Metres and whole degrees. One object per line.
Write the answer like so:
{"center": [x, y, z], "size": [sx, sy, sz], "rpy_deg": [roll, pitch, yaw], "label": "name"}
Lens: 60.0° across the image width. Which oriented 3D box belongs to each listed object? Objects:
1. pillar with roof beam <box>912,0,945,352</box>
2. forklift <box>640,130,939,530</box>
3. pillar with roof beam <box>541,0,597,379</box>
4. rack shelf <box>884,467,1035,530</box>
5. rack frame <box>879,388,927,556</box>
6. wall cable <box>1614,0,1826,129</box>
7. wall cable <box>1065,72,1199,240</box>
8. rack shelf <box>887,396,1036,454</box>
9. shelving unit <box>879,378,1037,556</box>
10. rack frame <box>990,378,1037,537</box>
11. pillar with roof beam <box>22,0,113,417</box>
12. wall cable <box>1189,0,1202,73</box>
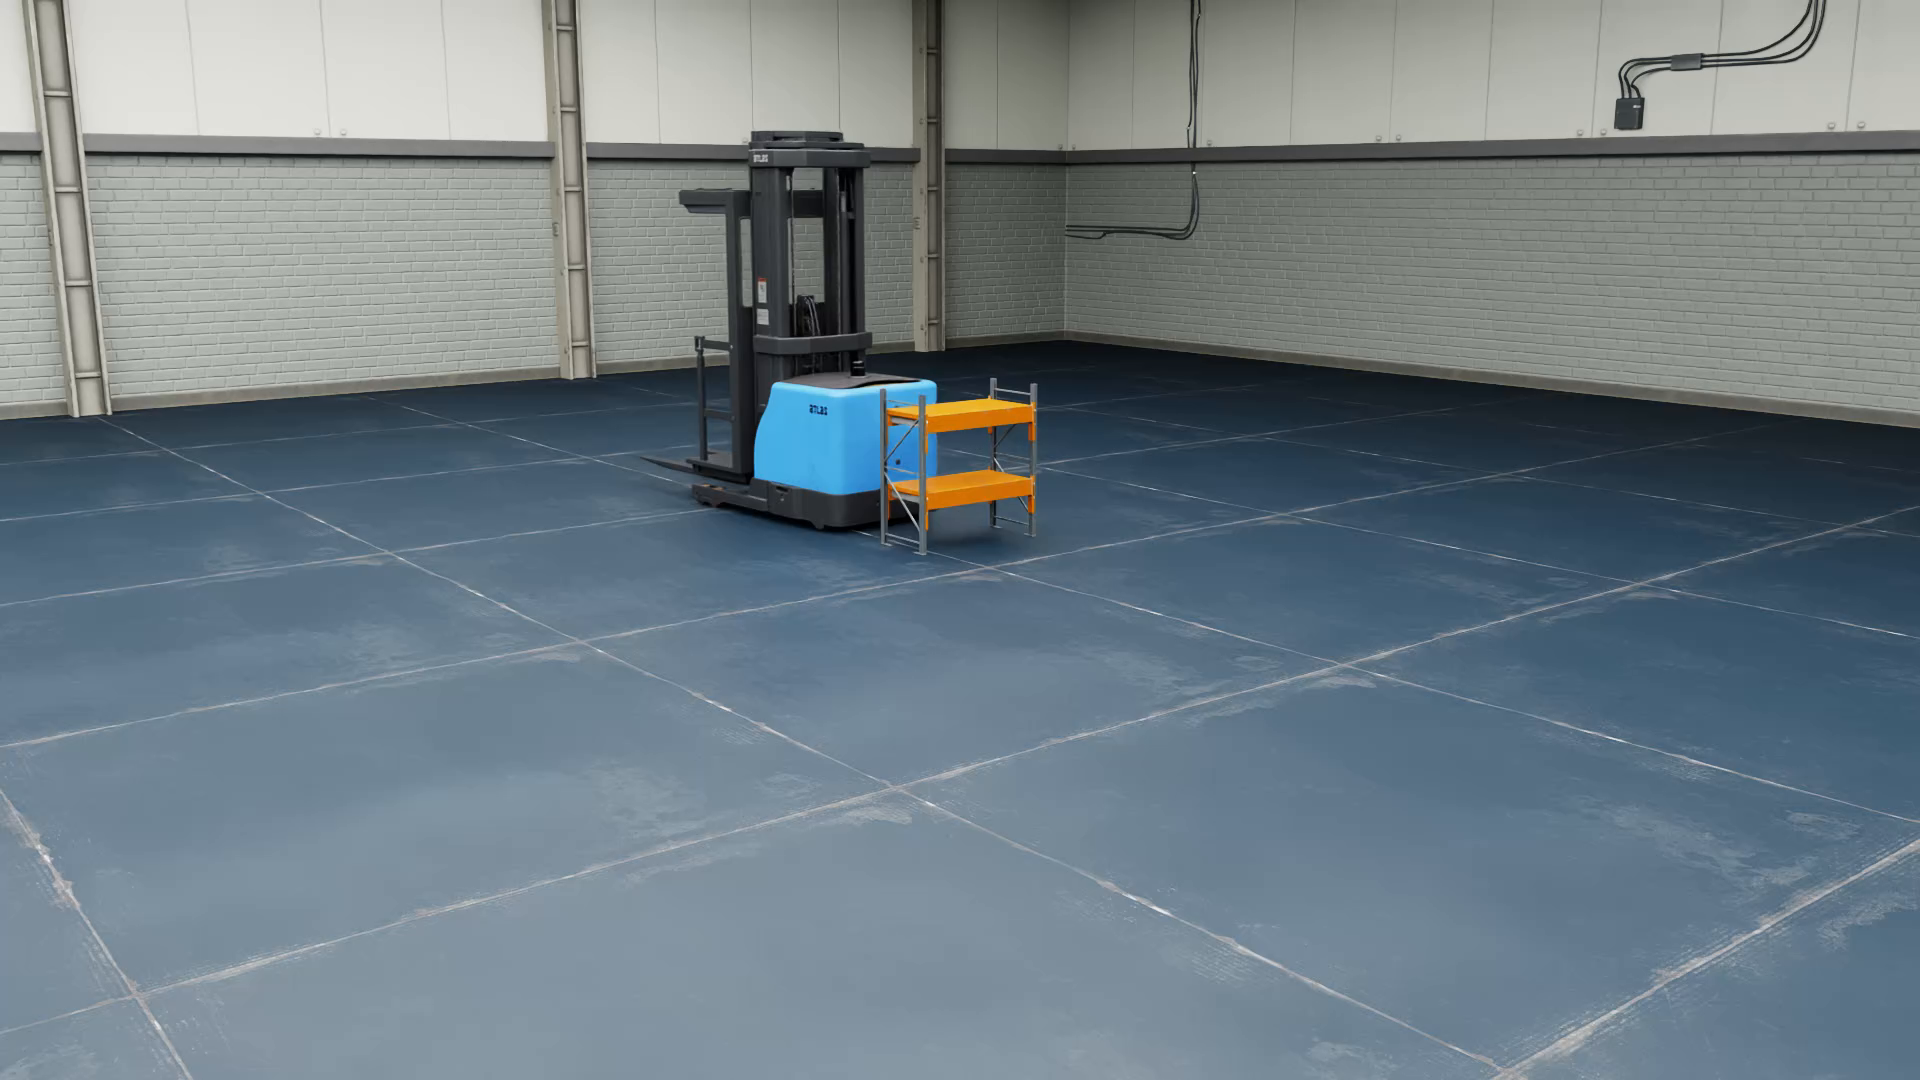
{"center": [2.211, -6.684, 21.939], "size": [0.400, 9.000, 9.100], "rpy_deg": [-9, 15, -38], "label": "pillar with roof beam"}
{"center": [-1.524, -1.755, 13.339], "size": [1.130, 2.935, 3.031], "rpy_deg": [-11, 16, -41], "label": "forklift"}
{"center": [-2.474, -5.905, 18.273], "size": [0.400, 9.000, 9.100], "rpy_deg": [-9, 15, -38], "label": "pillar with roof beam"}
{"center": [-0.005, -0.310, 12.059], "size": [1.000, 0.278, 0.538], "rpy_deg": [-9, 15, -38], "label": "rack shelf"}
{"center": [-0.402, -0.483, 11.697], "size": [0.032, 1.125, 0.500], "rpy_deg": [-9, 15, -38], "label": "rack frame"}
{"center": [8.566, -7.671, 18.403], "size": [0.169, 6.003, 2.305], "rpy_deg": [-9, 15, -38], "label": "wall cable"}
{"center": [2.648, -6.031, 26.340], "size": [0.112, 2.526, 3.097], "rpy_deg": [-9, 15, -38], "label": "wall cable"}
{"center": [-0.005, -0.836, 11.947], "size": [1.000, 0.278, 0.538], "rpy_deg": [-9, 15, -38], "label": "rack shelf"}
{"center": [-0.005, -0.549, 12.008], "size": [1.048, 1.125, 0.538], "rpy_deg": [-9, 15, -38], "label": "shelving unit"}
{"center": [0.392, -0.615, 12.318], "size": [0.032, 1.125, 0.500], "rpy_deg": [-9, 15, -38], "label": "rack frame"}
{"center": [-7.159, -5.126, 14.606], "size": [0.400, 9.000, 9.100], "rpy_deg": [-9, 15, -38], "label": "pillar with roof beam"}
{"center": [4.338, -8.062, 23.749], "size": [0.112, 2.526, 3.097], "rpy_deg": [-9, 15, -38], "label": "wall cable"}
